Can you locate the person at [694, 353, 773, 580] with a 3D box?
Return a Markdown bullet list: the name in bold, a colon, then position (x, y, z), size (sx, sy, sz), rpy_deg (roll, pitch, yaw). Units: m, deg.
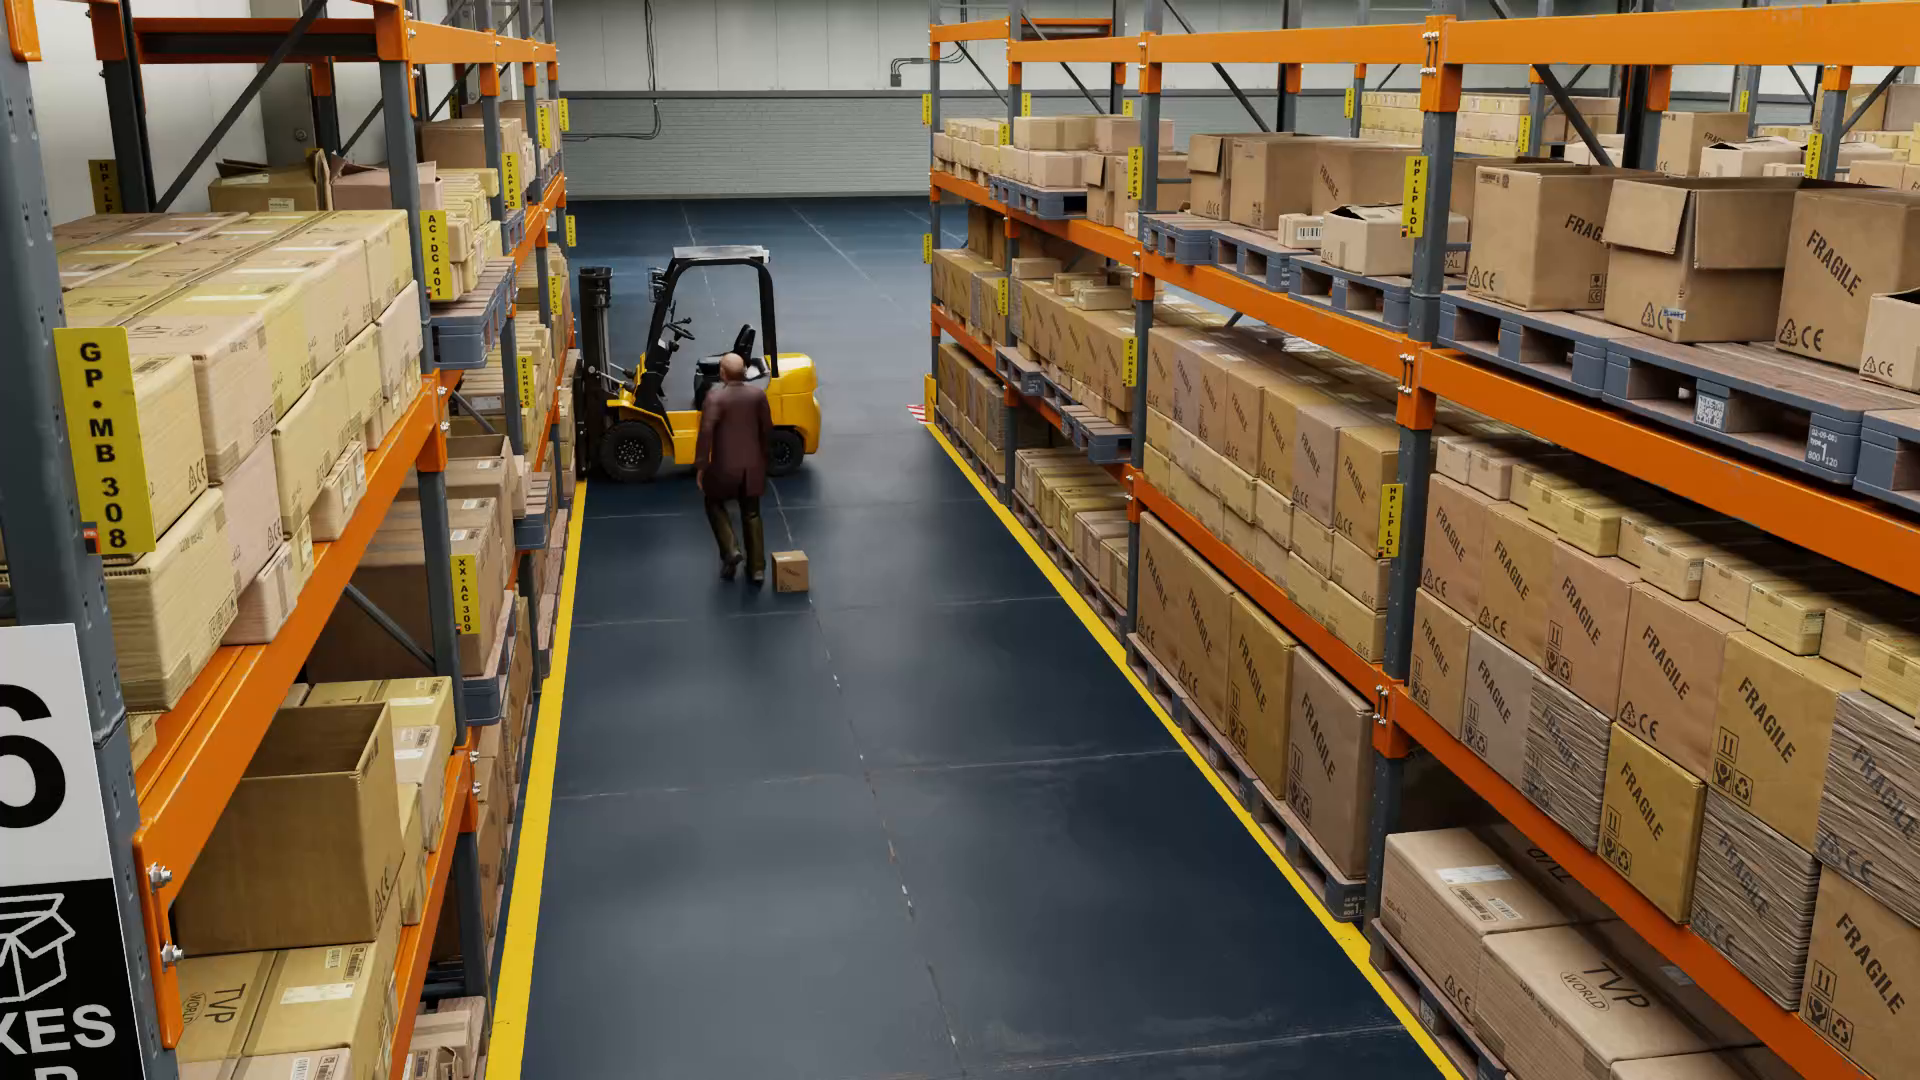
- **person**: position (-1.770, -0.547, 12.955), size (0.695, 1.814, 0.543), rpy_deg (-9, 18, -27)
